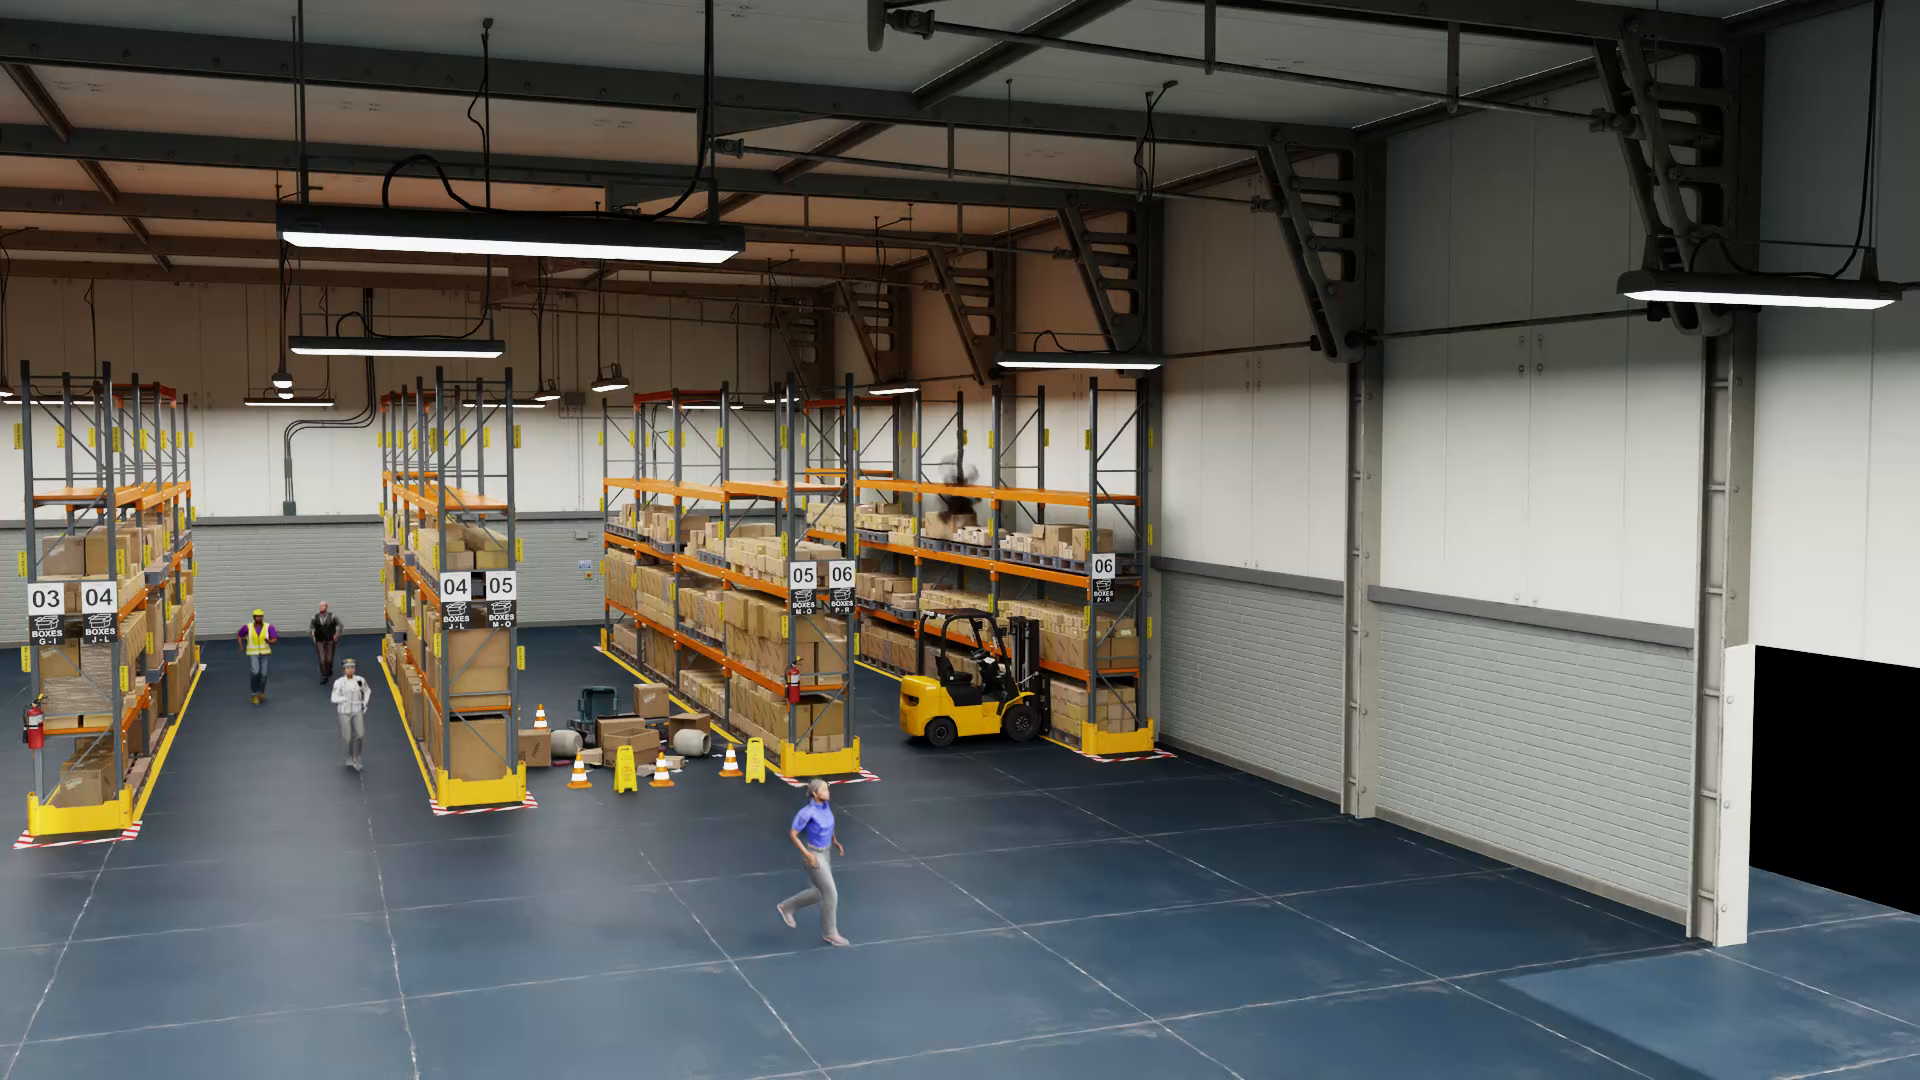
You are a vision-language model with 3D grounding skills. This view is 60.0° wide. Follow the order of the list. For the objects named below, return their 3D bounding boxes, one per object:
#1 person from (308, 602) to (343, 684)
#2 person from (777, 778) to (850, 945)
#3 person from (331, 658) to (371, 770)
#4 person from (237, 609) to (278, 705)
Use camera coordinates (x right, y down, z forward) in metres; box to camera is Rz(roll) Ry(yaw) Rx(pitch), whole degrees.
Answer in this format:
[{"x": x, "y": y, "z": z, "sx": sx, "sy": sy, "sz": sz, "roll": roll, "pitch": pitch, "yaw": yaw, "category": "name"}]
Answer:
[{"x": -13.081, "y": 2.108, "z": 34.278, "sx": 0.663, "sy": 1.687, "sz": 0.540, "roll": -1, "pitch": 4, "yaw": -13, "category": "person"}, {"x": -1.471, "y": 3.198, "z": 16.613, "sx": 0.794, "sy": 1.657, "sz": 0.592, "roll": 1, "pitch": 4, "yaw": 17, "category": "person"}, {"x": -9.213, "y": 2.647, "z": 25.214, "sx": 0.594, "sy": 1.712, "sz": 0.638, "roll": -2, "pitch": 4, "yaw": -26, "category": "person"}, {"x": -13.351, "y": 2.222, "z": 31.655, "sx": 0.669, "sy": 1.820, "sz": 0.751, "roll": -2, "pitch": 4, "yaw": -33, "category": "person"}]
